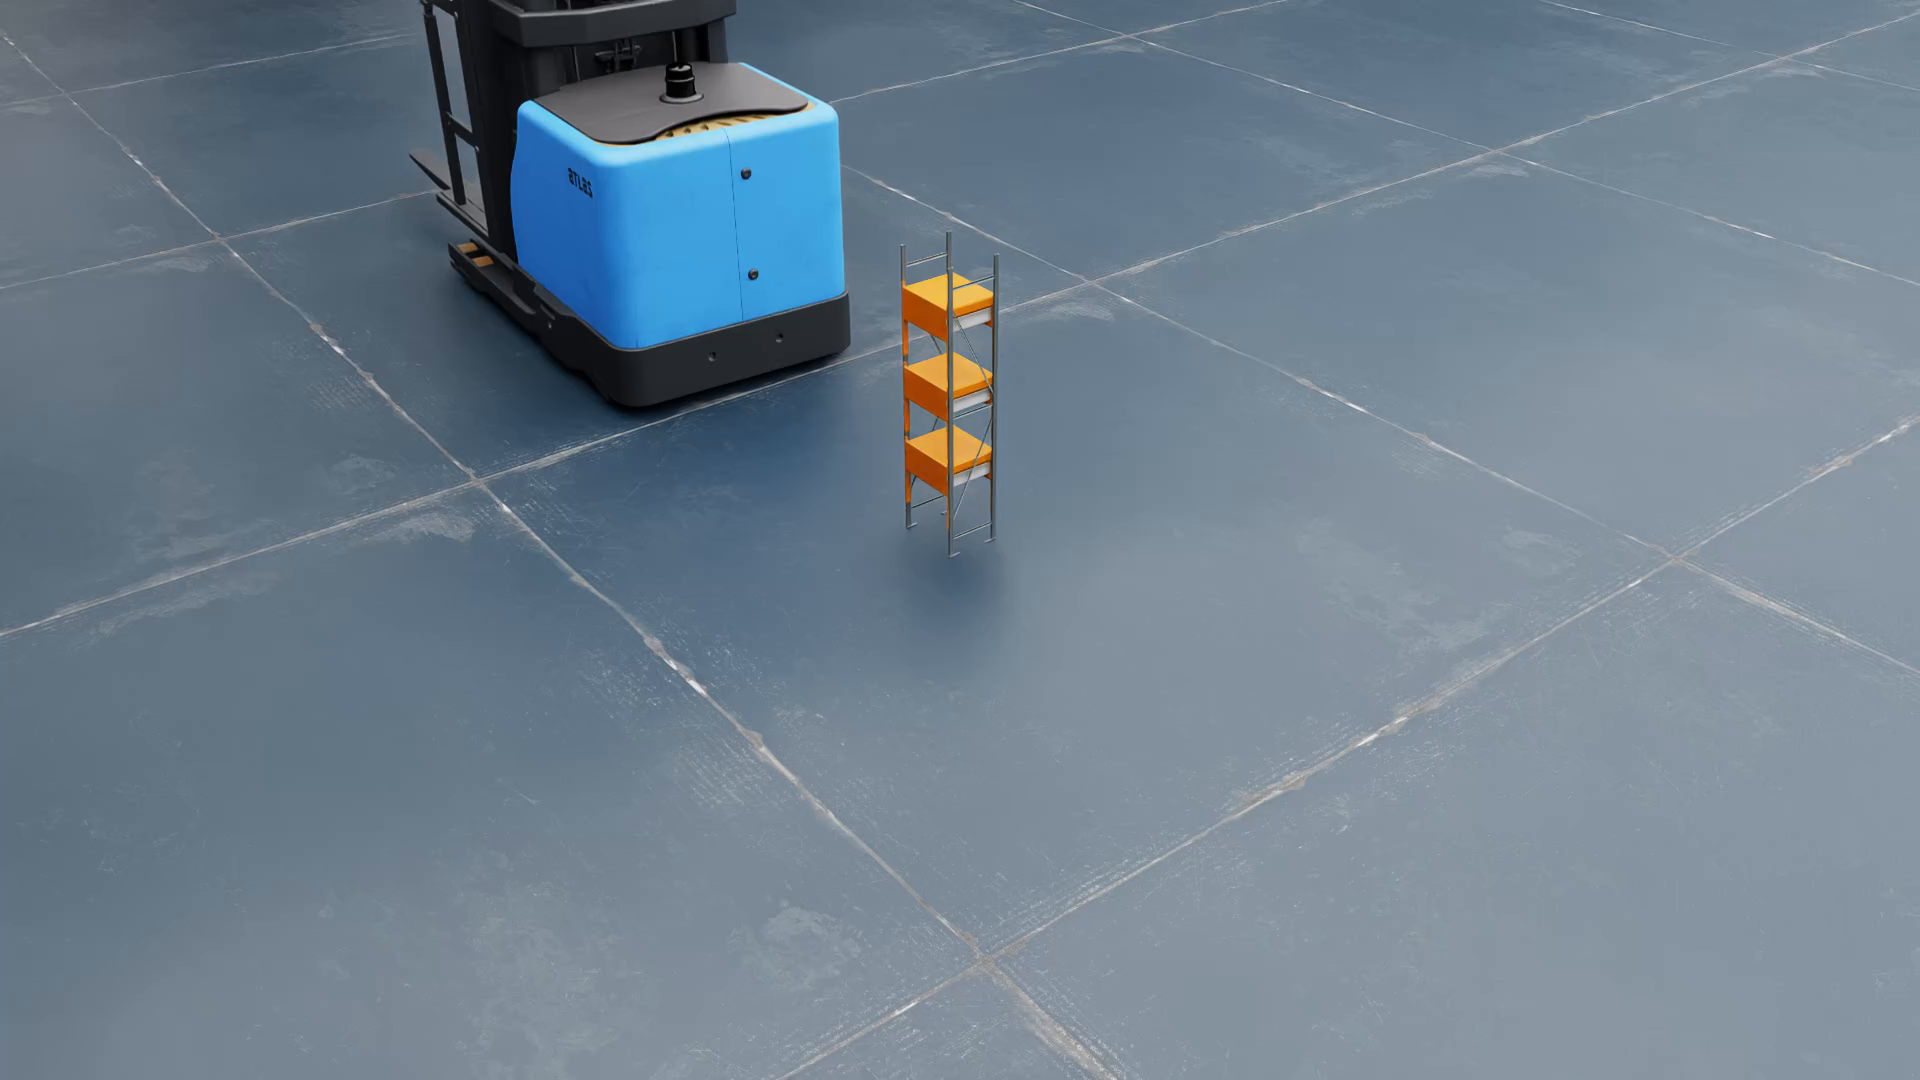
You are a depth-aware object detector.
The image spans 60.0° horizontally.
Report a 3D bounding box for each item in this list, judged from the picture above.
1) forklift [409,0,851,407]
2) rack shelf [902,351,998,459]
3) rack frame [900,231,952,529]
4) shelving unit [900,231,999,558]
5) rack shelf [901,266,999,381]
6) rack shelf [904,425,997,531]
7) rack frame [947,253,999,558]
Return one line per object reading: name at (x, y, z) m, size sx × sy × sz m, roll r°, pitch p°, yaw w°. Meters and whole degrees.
forklift at (-1.700, -2.494, 6.987) m, size 1.130 × 2.935 × 3.031 m, roll -20°, pitch 37°, yaw -29°
rack shelf at (-0.033, -0.459, 5.515) m, size 0.215 × 0.259 × 0.240 m, roll -22°, pitch 38°, yaw -31°
rack frame at (-0.108, -0.519, 5.591) m, size 0.200 × 1.050 × 0.008 m, roll -22°, pitch 38°, yaw -31°
shelving unit at (-0.033, -0.468, 5.509) m, size 0.215 × 1.050 × 0.252 m, roll -22°, pitch 38°, yaw -31°
rack shelf at (-0.033, -0.700, 5.365) m, size 0.215 × 0.259 × 0.240 m, roll -22°, pitch 38°, yaw -31°
rack shelf at (-0.033, -0.223, 5.661) m, size 0.215 × 0.259 × 0.240 m, roll -22°, pitch 38°, yaw -31°
rack frame at (0.042, -0.417, 5.427) m, size 0.200 × 1.050 × 0.008 m, roll -22°, pitch 38°, yaw -31°
